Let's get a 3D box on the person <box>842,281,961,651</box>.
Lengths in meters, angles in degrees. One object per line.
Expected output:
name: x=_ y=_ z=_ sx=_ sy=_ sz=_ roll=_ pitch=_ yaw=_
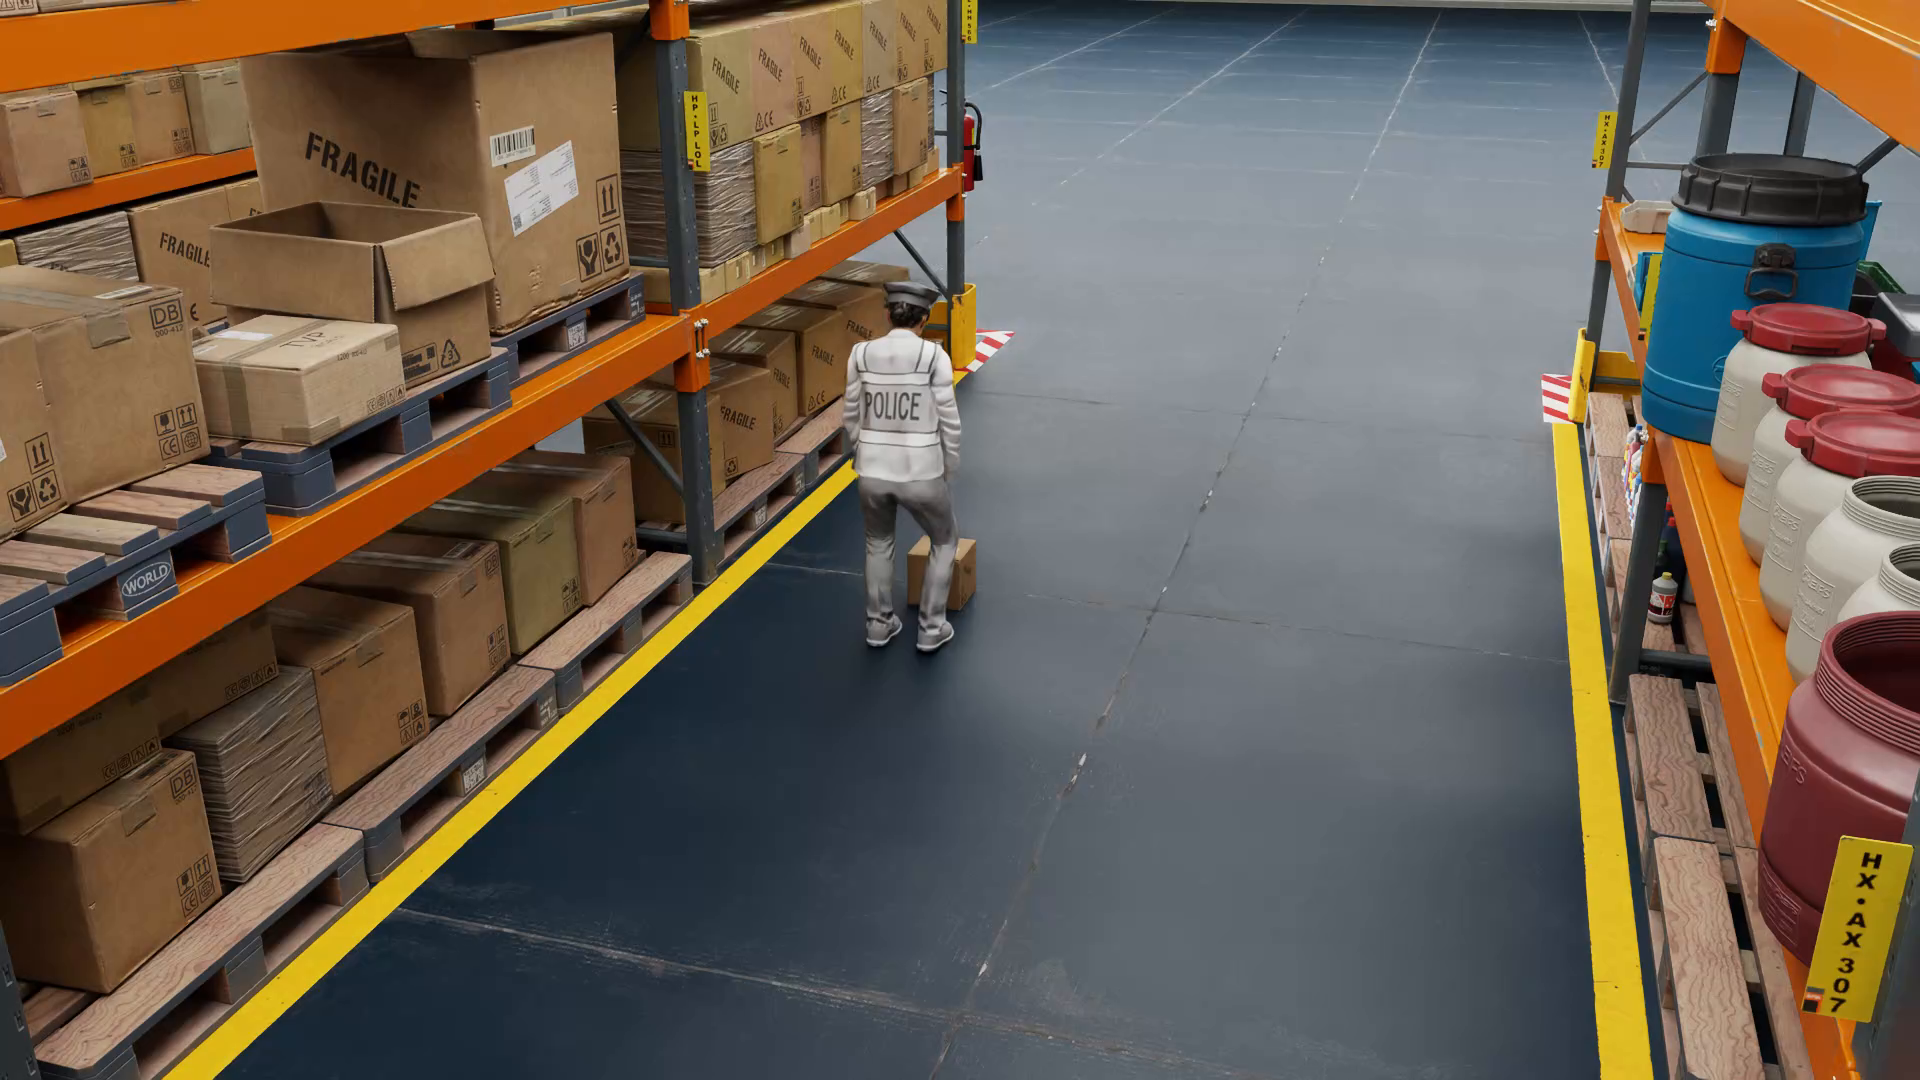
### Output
person: x=-0.245 y=-0.296 z=6.976 sx=0.520 sy=1.560 sz=0.548 roll=7 pitch=23 yaw=17
